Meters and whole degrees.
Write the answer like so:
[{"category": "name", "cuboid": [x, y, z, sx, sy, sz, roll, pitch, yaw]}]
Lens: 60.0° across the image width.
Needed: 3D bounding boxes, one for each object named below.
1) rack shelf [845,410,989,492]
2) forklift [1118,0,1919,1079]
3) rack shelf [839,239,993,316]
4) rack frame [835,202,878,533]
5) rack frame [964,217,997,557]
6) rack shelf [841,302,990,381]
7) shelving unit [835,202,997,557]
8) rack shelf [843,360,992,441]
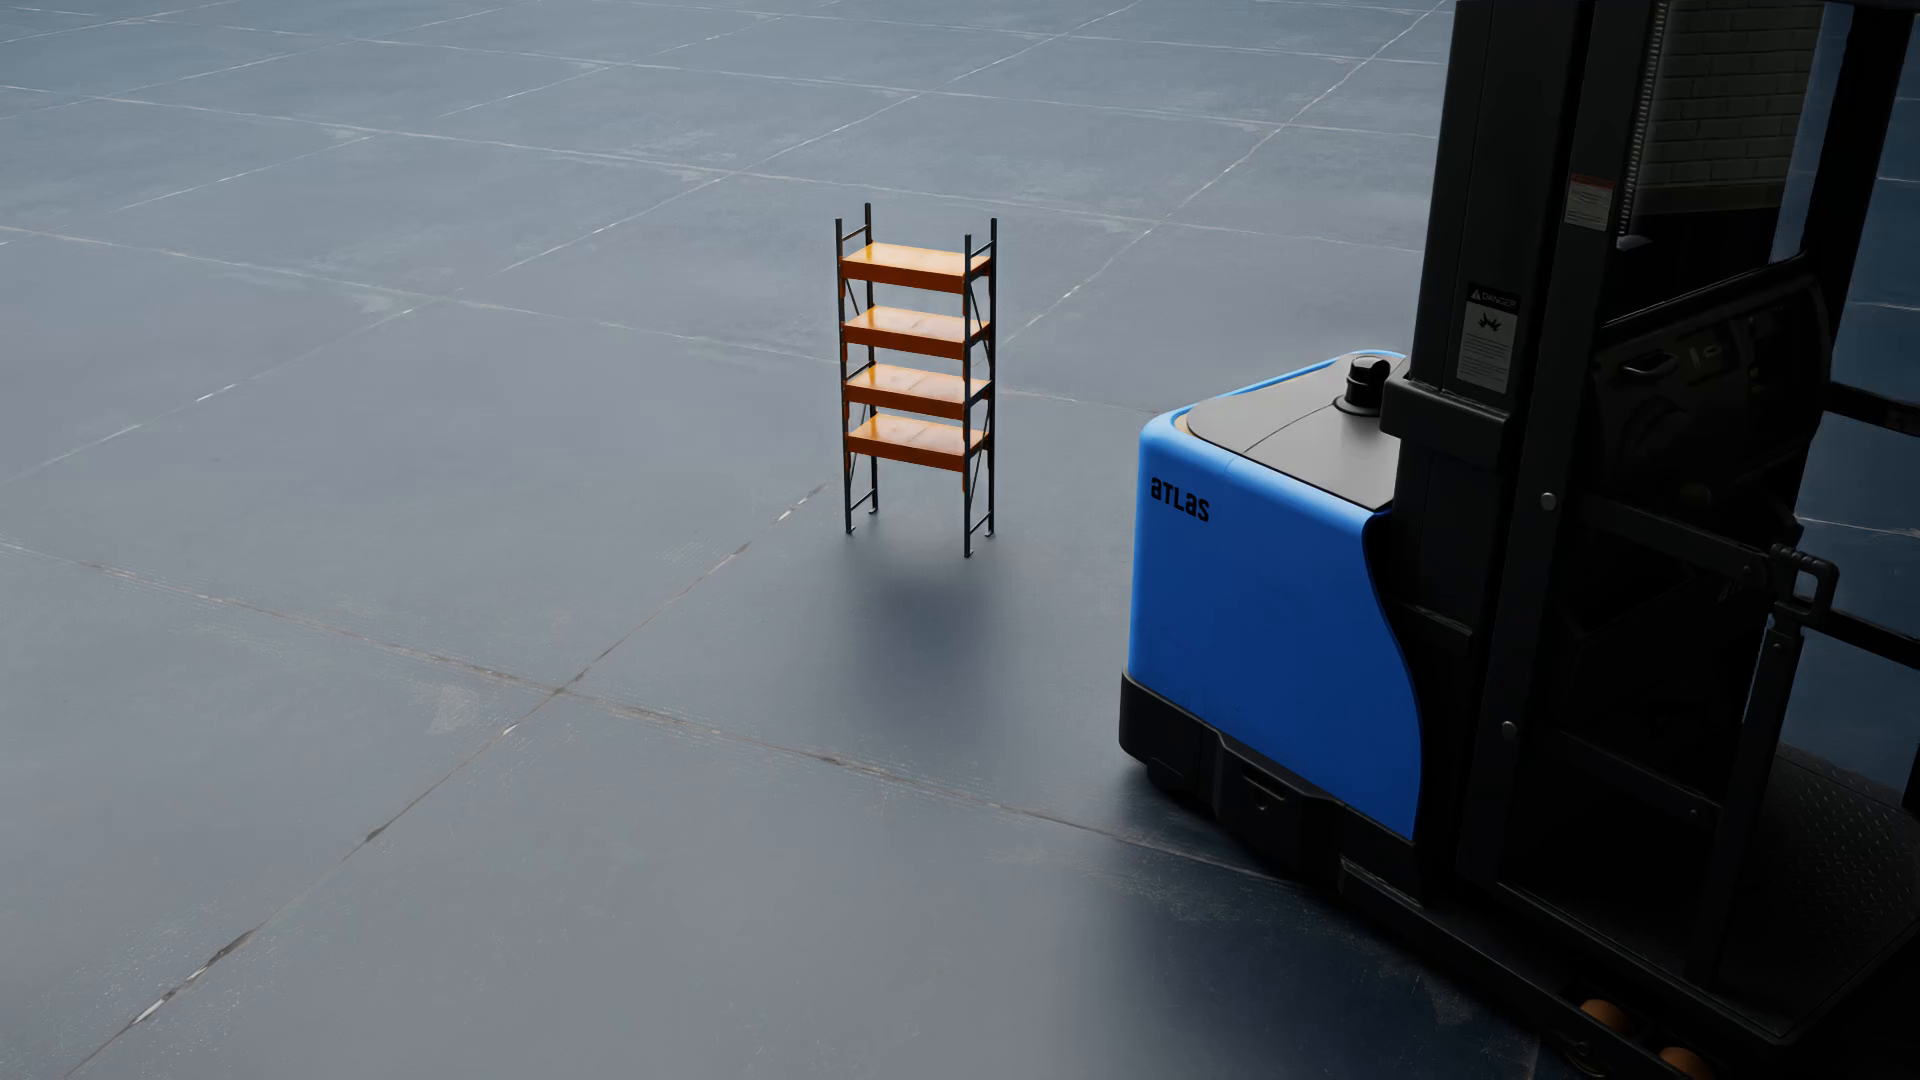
[{"category": "rack shelf", "cuboid": [-0.151, -0.330, 6.101, 0.480, 0.148, 0.258, 11, 28, 22]}, {"category": "forklift", "cuboid": [1.771, -0.293, 3.464, 1.130, 2.935, 3.031, -19, 32, -34]}, {"category": "rack shelf", "cuboid": [-0.151, -0.921, 5.810, 0.480, 0.148, 0.258, 11, 28, 22]}, {"category": "rack frame", "cuboid": [-0.373, -0.613, 6.074, 0.015, 1.200, 0.240, 11, 28, 22]}, {"category": "rack frame", "cuboid": [0.071, -0.524, 5.893, 0.015, 1.200, 0.240, 11, 28, 22]}, {"category": "rack shelf", "cuboid": [-0.151, -0.709, 5.914, 0.480, 0.148, 0.258, 11, 28, 22]}, {"category": "shelving unit", "cuboid": [-0.151, -0.569, 5.984, 0.503, 1.200, 0.258, 11, 28, 22]}, {"category": "rack shelf", "cuboid": [-0.151, -0.508, 6.013, 0.480, 0.148, 0.258, 11, 28, 22]}]
